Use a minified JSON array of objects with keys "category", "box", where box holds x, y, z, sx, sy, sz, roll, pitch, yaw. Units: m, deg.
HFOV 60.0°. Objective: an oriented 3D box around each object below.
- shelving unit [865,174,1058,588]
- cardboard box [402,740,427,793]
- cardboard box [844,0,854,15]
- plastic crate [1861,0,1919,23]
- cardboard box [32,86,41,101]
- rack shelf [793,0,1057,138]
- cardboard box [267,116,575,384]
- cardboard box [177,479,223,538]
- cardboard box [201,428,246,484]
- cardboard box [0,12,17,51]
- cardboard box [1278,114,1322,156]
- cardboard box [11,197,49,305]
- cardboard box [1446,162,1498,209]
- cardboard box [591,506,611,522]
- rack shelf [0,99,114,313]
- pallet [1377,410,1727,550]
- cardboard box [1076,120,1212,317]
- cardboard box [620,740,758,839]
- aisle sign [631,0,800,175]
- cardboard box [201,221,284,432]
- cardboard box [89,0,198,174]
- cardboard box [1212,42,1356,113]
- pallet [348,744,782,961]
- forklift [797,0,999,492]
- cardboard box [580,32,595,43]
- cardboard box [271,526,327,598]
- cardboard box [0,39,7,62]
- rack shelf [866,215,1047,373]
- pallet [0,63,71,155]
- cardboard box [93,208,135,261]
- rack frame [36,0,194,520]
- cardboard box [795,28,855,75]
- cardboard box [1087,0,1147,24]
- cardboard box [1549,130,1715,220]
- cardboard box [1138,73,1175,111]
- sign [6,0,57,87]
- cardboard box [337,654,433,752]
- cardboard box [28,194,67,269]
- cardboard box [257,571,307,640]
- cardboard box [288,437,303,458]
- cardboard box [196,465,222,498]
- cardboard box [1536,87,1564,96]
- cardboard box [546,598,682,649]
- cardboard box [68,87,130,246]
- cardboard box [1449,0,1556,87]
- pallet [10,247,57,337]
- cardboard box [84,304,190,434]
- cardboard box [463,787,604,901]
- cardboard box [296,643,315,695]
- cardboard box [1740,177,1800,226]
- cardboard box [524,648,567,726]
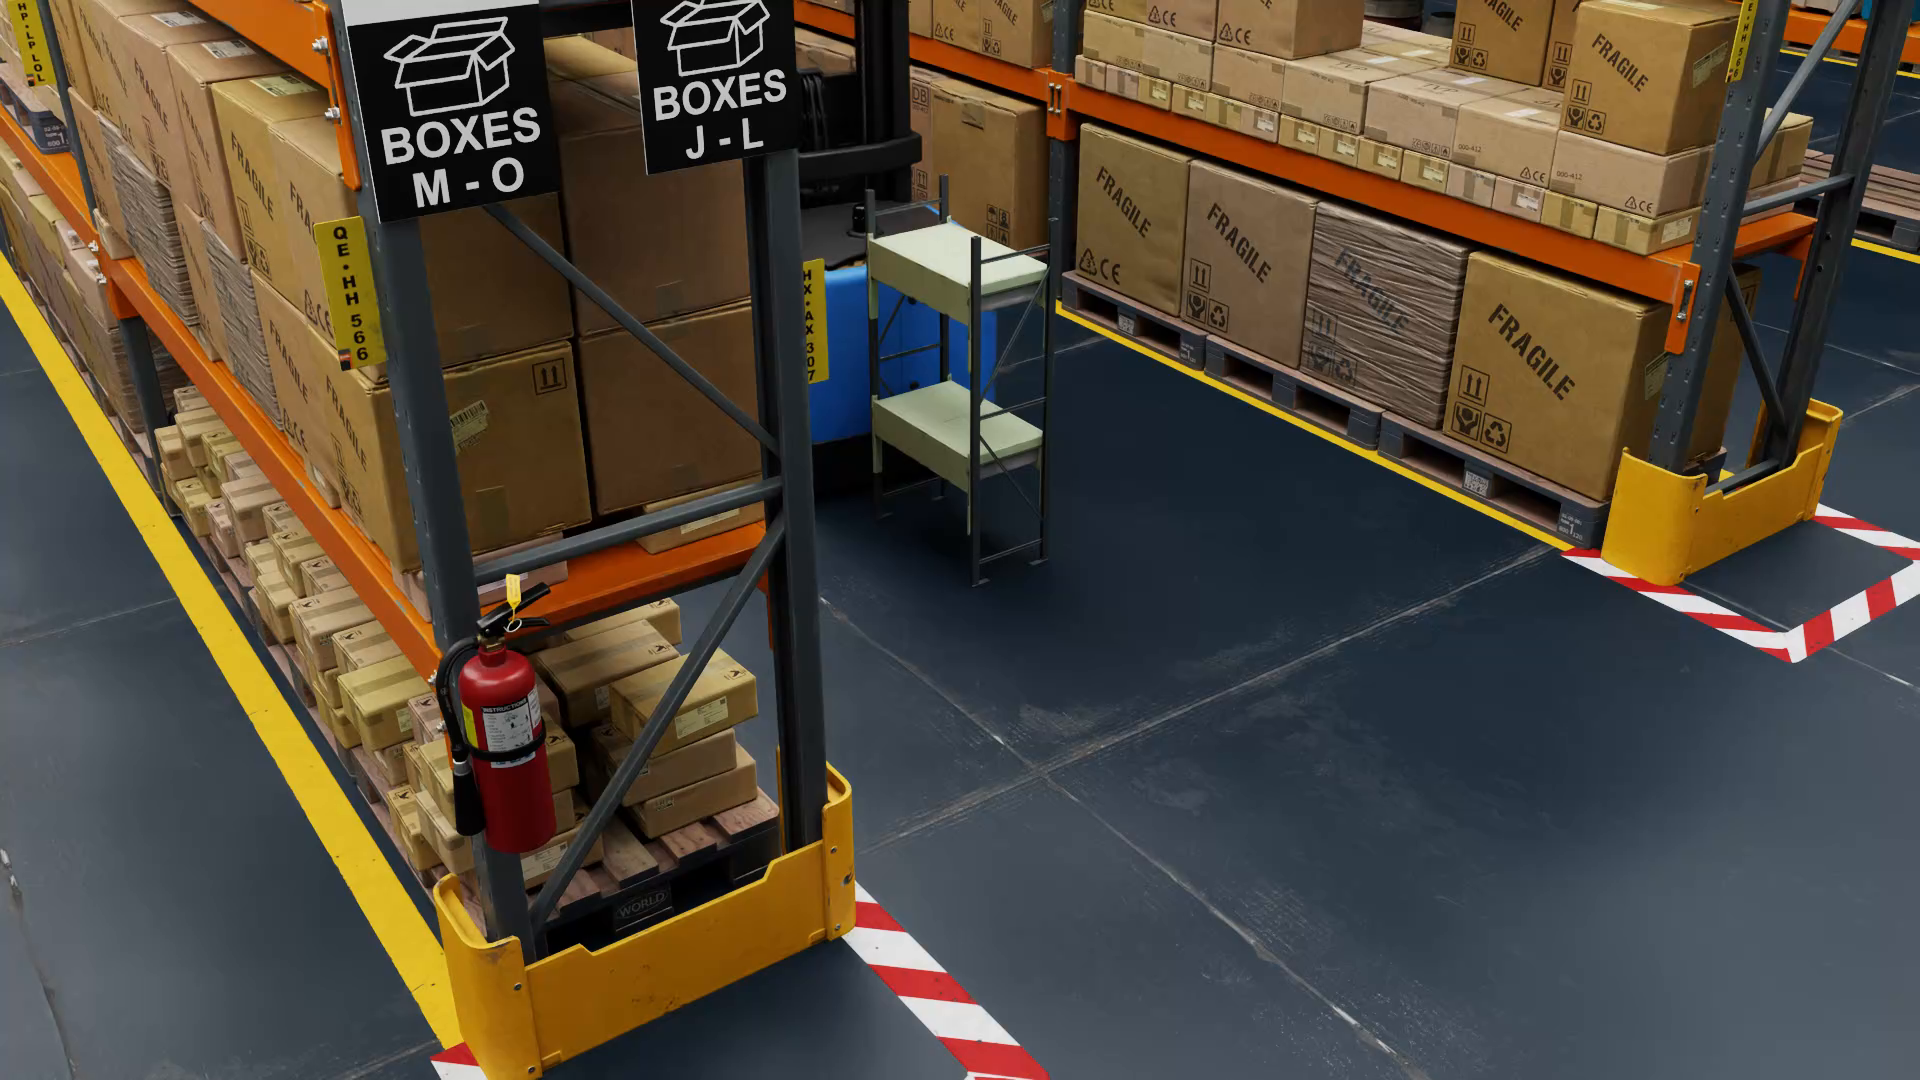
[{"category":"shelving unit","box":[-0.004,-0.662,6.897,0.431,1.500,0.755,-19,34,-31]},{"category":"cardboard box","box":[-1.470,0.678,5.093,0.380,0.149,0.250,-20,34,-32]},{"category":"cardboard box","box":[-0.415,-3.647,10.718,0.500,0.500,0.500,-19,34,-30]},{"category":"plastic crate","box":[5.910,-3.402,10.483,0.416,0.233,0.300,-19,34,-31]},{"category":"cardboard box","box":[-4.294,-2.251,8.075,0.380,0.149,0.250,-17,33,-29]},{"category":"rack shelf","box":[-0.205,-3.367,11.060,1.077,0.370,4.000,-19,34,-31]},{"category":"cardboard box","box":[-1.291,-0.740,4.005,0.500,0.500,0.500,-20,34,-32]},{"category":"cardboard box","box":[-3.040,-0.169,6.966,0.380,0.149,0.250,-18,33,-29]},{"category":"cardboard box","box":[-2.814,-0.365,6.703,0.380,0.149,0.250,-19,34,-31]},{"category":"cardboard box","box":[-4.599,-2.588,8.383,0.380,0.149,0.250,-19,34,-31]},{"category":"cardboard box","box":[1.761,-1.982,8.020,0.380,0.149,0.250,-20,34,-32]},{"category":"cardboard box","box":[-4.967,-1.673,9.366,0.500,0.500,0.500,-18,33,-30]},{"category":"cardboard box","box":[2.359,-1.583,7.286,0.380,0.149,0.250,-18,33,-30]},{"category":"cardboard box","box":[-0.926,-0.210,4.757,0.380,0.149,0.250,-17,33,-29]},{"category":"rack shelf","box":[-4.304,-2.033,8.604,1.077,0.370,4.000,-19,34,-31]},{"category":"pallet","box":[2.748,-0.414,7.791,1.003,0.211,1.213,-19,34,-31]},{"category":"cardboard box","box":[1.273,-1.877,9.350,0.875,0.875,0.875,-19,34,-31]},{"category":"cardboard box","box":[-0.867,0.759,5.256,0.380,0.149,0.250,-18,33,-30]},{"category":"aisle sign","box":[-0.537,-1.214,3.618,0.394,0.787,0.004,-19,34,-31]},{"category":"cardboard box","box":[-1.890,-0.691,4.962,0.500,0.500,0.500,-19,34,-30]},{"category":"cardboard box","box":[-2.500,-1.541,5.480,0.500,0.500,0.500,-18,33,-30]},{"category":"cardboard box","box":[1.604,-2.320,8.225,0.500,0.250,0.500,-18,33,-29]},{"category":"pallet","box":[-1.310,0.854,5.457,1.003,0.211,1.213,-19,34,-31]},{"category":"forklift","box":[-0.910,-2.180,8.193,1.130,2.935,3.031,-13,31,-22]},{"category":"cardboard box","box":[-3.085,-4.675,14.873,0.700,0.500,0.500,-19,34,-31]},{"category":"cardboard box","box":[-2.227,0.041,5.955,0.380,0.149,0.250,-19,34,-30]},{"category":"cardboard box","box":[-4.899,-2.657,8.823,0.380,0.149,0.250,-17,33,-28]},{"category":"rack shelf","box":[-0.004,-1.005,6.711,0.431,0.370,0.720,-19,34,-31]},{"category":"pallet","box":[-4.282,-2.284,8.514,1.003,0.211,1.213,-19,34,-31]},{"category":"cardboard box","box":[-3.246,-1.260,6.691,0.380,0.149,0.250,-17,33,-29]},{"category":"rack frame","box":[-3.144,-1.572,7.001,1.000,3.000,0.127,-19,34,-31]},{"category":"cardboard box","box":[-0.471,-3.089,11.580,1.225,0.875,0.875,-19,34,-30]},{"category":"cardboard box","box":[1.025,-3.043,8.769,0.500,0.500,0.500,-19,34,-31]},{"category":"cardboard box","box":[2.778,-1.530,6.770,0.500,0.250,0.500,-19,34,-31]},{"category":"cardboard box","box":[1.162,-2.384,8.759,0.380,0.149,0.250,-18,33,-29]},{"category":"sign","box":[-3.594,-1.925,6.439,0.100,0.325,0.005,-19,34,-31]},{"category":"cardboard box","box":[-1.690,0.476,5.155,0.380,0.149,0.250,-20,34,-32]},{"category":"cardboard box","box":[-4.387,-1.612,8.468,0.500,0.250,0.500,-20,35,-33]},{"category":"cardboard box","box":[-2.292,0.191,5.990,0.380,0.149,0.250,-18,34,-30]},{"category":"cardboard box","box":[-1.810,-0.358,5.030,0.380,0.149,0.250,-20,35,-33]},{"category":"cardboard box","box":[-2.974,-0.331,6.952,0.380,0.149,0.250,-19,34,-30]},{"category":"cardboard box","box":[2.910,-1.877,7.408,0.500,0.250,0.500,-19,34,-31]},{"category":"cardboard box","box":[-1.150,0.285,5.506,0.380,0.149,0.250,-19,34,-31]},{"category":"cardboard box","box":[-3.062,-1.484,6.423,0.500,0.500,0.500,-19,34,-32]},{"category":"cardboard box","box":[2.622,-2.400,7.586,0.500,0.500,0.500,-20,34,-32]},{"category":"pallet","box":[-5.012,-1.597,9.969,1.003,0.211,1.213,-19,34,-31]},{"category":"cardboard box","box":[-3.778,-0.876,7.898,0.500,0.500,0.500,-19,34,-32]},{"category":"cardboard box","box":[-1.299,0.905,4.988,0.380,0.149,0.250,-18,33,-30]},{"category":"cardboard box","box":[-2.108,0.420,5.880,0.380,0.149,0.250,-18,33,-30]},{"category":"cardboard box","box":[3.338,-1.469,7.076,0.380,0.149,0.250,-18,33,-30]},{"category":"cardboard box","box":[-1.245,0.454,5.507,0.380,0.149,0.250,-18,33,-30]}]
